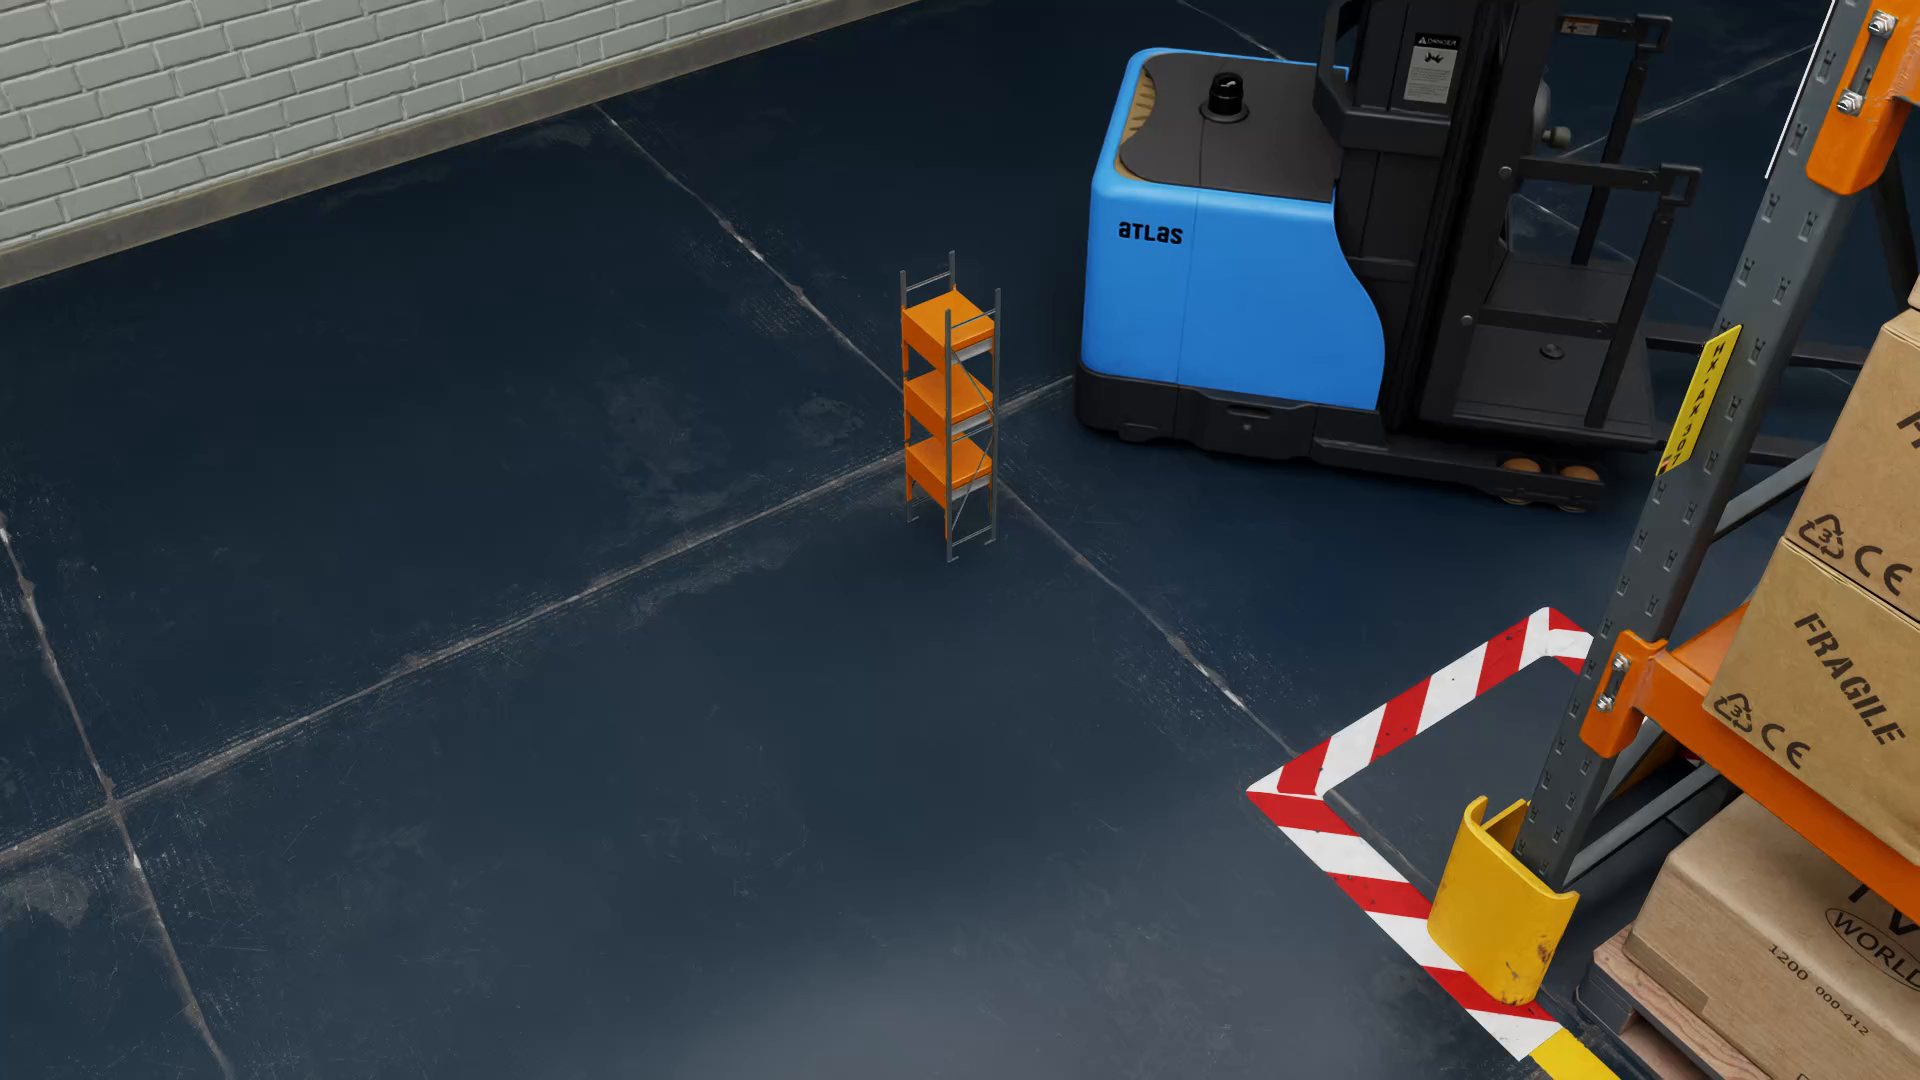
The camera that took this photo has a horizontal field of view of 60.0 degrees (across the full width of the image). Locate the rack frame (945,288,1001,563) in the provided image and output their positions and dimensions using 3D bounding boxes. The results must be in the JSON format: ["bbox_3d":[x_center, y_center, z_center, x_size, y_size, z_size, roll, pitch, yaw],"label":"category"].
[{"bbox_3d":[0.039,-0.341,5.347,0.200,1.050,0.008,-26,49,-24],"label":"rack frame"}]

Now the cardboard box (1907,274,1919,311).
[{"bbox_3d":[1.839,-0.457,2.790,0.380,0.149,0.250,-25,49,-24],"label":"cardboard box"}]

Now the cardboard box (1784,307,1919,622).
[{"bbox_3d":[1.904,-0.148,2.937,0.500,0.500,0.500,-27,50,-25],"label":"cardboard box"}]

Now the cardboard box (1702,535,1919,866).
[{"bbox_3d":[1.902,0.214,3.281,0.500,0.500,0.500,-26,49,-25],"label":"cardboard box"}]

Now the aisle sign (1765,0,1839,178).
[{"bbox_3d":[1.584,-1.002,2.744,0.394,0.787,0.004,-26,49,-24],"label":"aisle sign"}]

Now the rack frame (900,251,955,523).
[{"bbox_3d":[-0.100,-0.479,5.492,0.200,1.050,0.008,-26,49,-24],"label":"rack frame"}]

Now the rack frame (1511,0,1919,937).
[{"bbox_3d":[1.863,-0.135,3.719,1.000,3.000,0.127,-26,49,-24],"label":"rack frame"}]

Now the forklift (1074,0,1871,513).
[{"bbox_3d":[1.993,-1.560,5.262,3.031,2.935,1.130,9,44,9],"label":"forklift"}]

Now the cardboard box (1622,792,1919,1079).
[{"bbox_3d":[2.322,0.974,4.109,0.875,0.438,0.875,-27,50,-26],"label":"cardboard box"}]

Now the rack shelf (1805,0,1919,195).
[{"bbox_3d":[3.007,0.173,1.745,1.077,0.370,4.000,-26,49,-24],"label":"rack shelf"}]

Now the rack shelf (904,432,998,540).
[{"bbox_3d":[-0.031,-0.201,5.618,0.215,0.259,0.240,-26,49,-24],"label":"rack shelf"}]

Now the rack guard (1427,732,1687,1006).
[{"bbox_3d":[1.849,0.755,4.597,1.175,0.500,0.348,-26,49,-24],"label":"rack guard"}]

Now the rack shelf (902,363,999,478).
[{"bbox_3d":[-0.031,-0.402,5.427,0.215,0.259,0.240,-26,49,-24],"label":"rack shelf"}]

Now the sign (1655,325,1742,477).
[{"bbox_3d":[1.404,-0.261,3.167,0.100,0.325,0.005,-26,49,-24],"label":"sign"}]

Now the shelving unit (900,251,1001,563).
[{"bbox_3d":[-0.031,-0.410,5.419,0.215,1.050,0.252,-26,49,-24],"label":"shelving unit"}]

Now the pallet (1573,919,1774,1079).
[{"bbox_3d":[2.384,1.296,4.240,1.003,0.211,1.213,-26,49,-24],"label":"pallet"}]

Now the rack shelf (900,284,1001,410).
[{"bbox_3d":[-0.031,-0.608,5.231,0.215,0.259,0.240,-26,49,-24],"label":"rack shelf"}]

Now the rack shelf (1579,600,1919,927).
[{"bbox_3d":[3.007,1.258,2.781,1.077,0.370,4.000,-26,49,-24],"label":"rack shelf"}]
